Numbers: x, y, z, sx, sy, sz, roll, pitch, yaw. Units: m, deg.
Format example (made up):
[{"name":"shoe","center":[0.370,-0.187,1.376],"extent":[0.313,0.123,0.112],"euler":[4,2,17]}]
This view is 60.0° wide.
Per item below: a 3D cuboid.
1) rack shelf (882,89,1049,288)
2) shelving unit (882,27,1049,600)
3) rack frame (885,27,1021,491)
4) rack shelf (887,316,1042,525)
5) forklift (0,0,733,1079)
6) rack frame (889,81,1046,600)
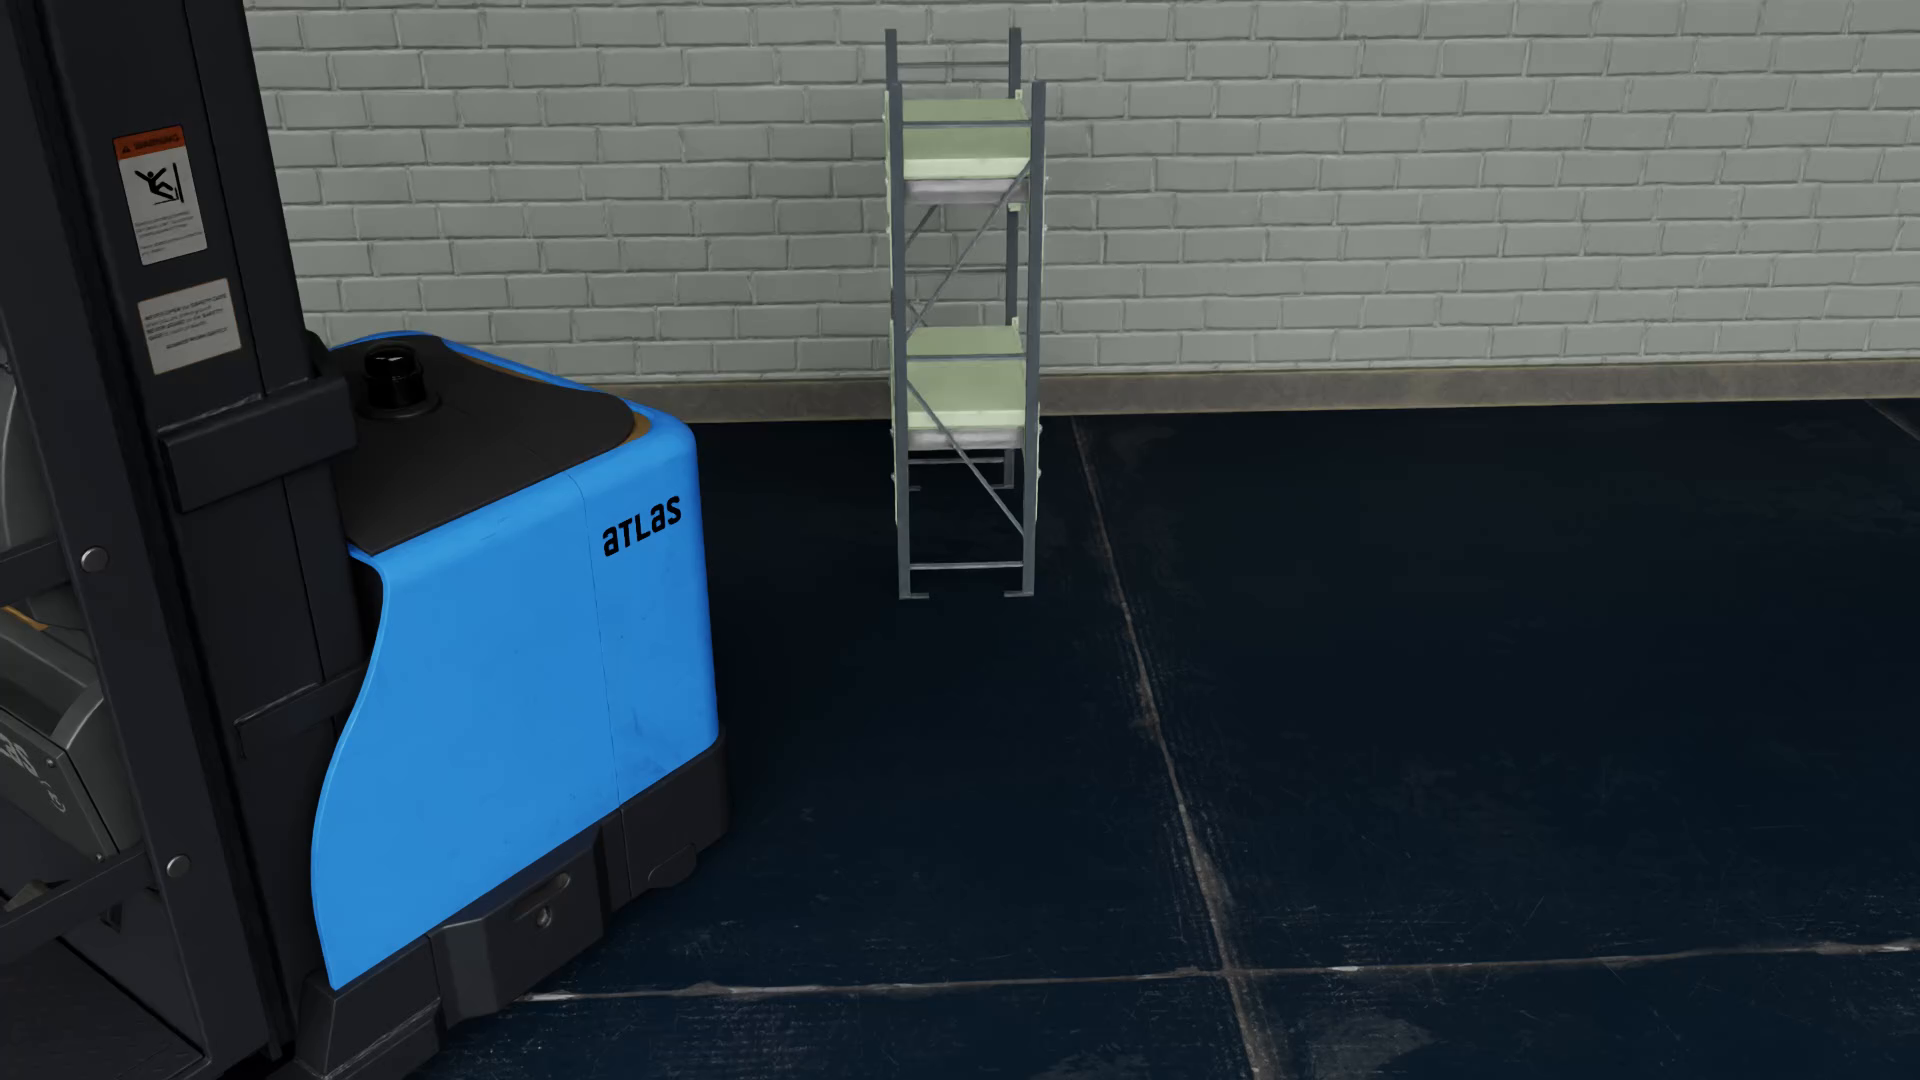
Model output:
[{"name":"rack shelf","center":[0.000,-1.014,4.729],"extent":[0.431,0.370,0.720],"euler":[-1,28,-3]},{"name":"shelving unit","center":[0.000,-0.668,4.909],"extent":[0.431,1.500,0.755],"euler":[-1,28,-3]},{"name":"rack frame","center":[-0.019,-0.837,5.233],"extent":[0.400,1.500,0.023],"euler":[-1,28,-3]},{"name":"rack shelf","center":[0.000,-0.379,5.060],"extent":[0.431,0.370,0.720],"euler":[-1,28,-3]},{"name":"forklift","center":[-1.811,-0.180,2.426],"extent":[1.130,2.935,3.031],"euler":[19,33,32]},{"name":"rack frame","center":[0.019,-0.499,4.585],"extent":[0.400,1.500,0.023],"euler":[-1,28,-3]}]
